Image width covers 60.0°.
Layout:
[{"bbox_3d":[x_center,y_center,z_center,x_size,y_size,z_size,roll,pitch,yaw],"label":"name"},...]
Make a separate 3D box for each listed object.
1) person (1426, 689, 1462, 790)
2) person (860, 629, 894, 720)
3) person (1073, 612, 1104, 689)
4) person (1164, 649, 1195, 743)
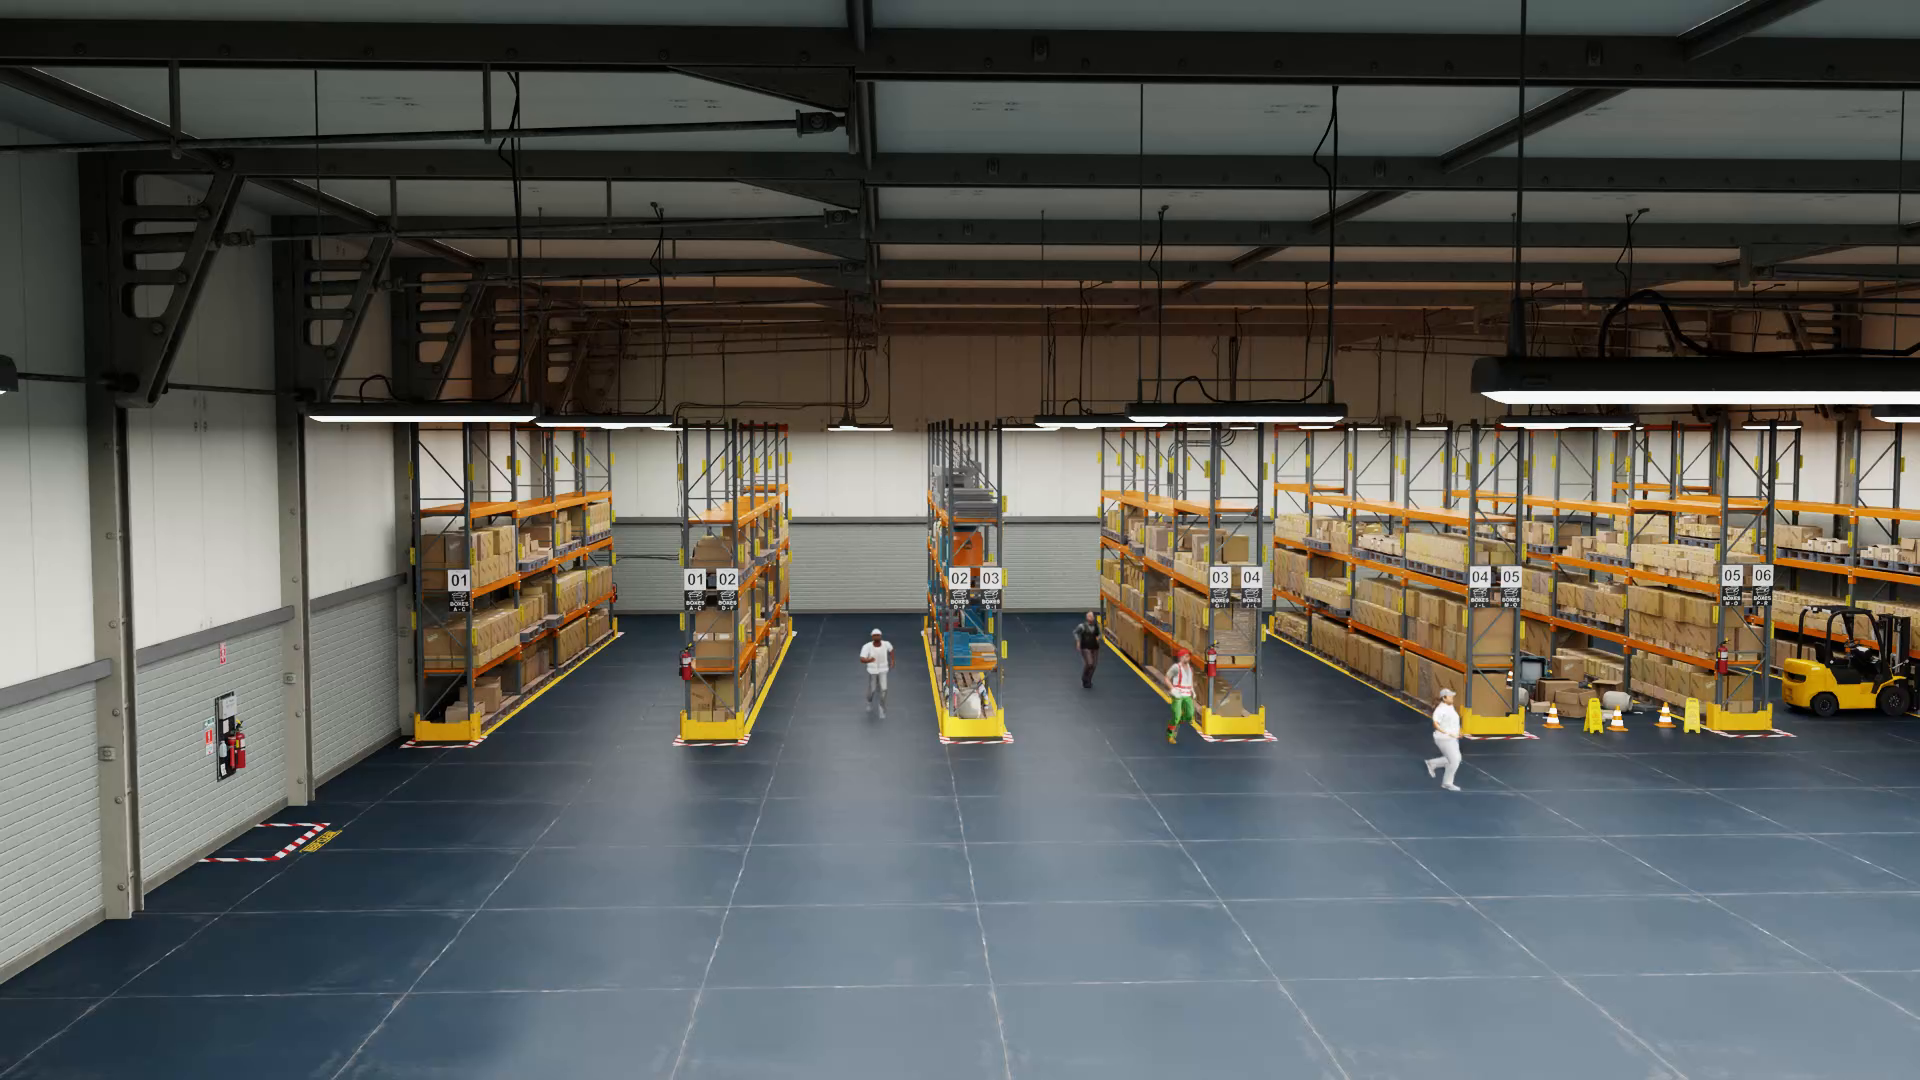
[{"bbox_3d":[7.790,3.205,26.837,0.592,1.632,0.608,2,4,32],"label":"person"},{"bbox_3d":[-1.672,2.686,33.656,0.710,1.811,0.913,-1,4,-9],"label":"person"},{"bbox_3d":[2.919,2.477,37.321,0.629,1.720,0.693,-1,4,-19],"label":"person"},{"bbox_3d":[4.131,2.891,30.874,0.715,1.731,0.537,-2,4,-31],"label":"person"}]
